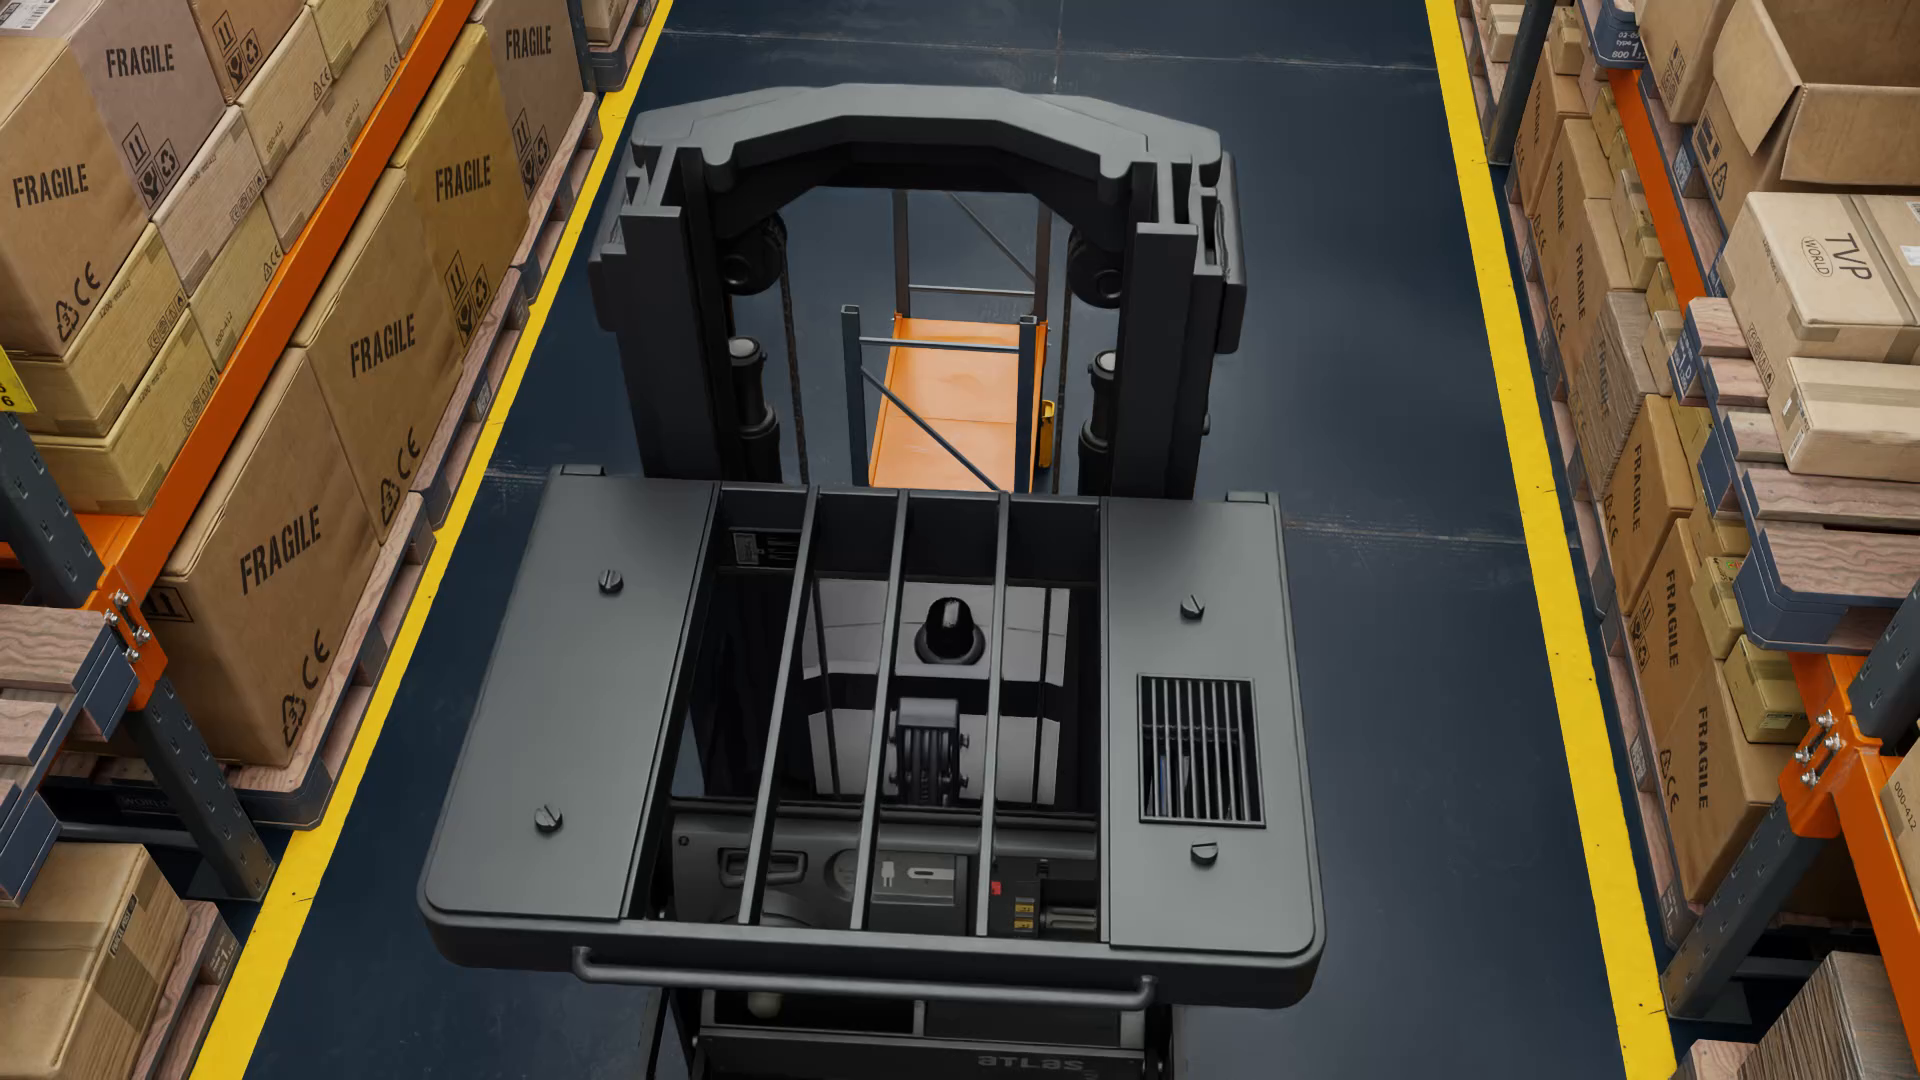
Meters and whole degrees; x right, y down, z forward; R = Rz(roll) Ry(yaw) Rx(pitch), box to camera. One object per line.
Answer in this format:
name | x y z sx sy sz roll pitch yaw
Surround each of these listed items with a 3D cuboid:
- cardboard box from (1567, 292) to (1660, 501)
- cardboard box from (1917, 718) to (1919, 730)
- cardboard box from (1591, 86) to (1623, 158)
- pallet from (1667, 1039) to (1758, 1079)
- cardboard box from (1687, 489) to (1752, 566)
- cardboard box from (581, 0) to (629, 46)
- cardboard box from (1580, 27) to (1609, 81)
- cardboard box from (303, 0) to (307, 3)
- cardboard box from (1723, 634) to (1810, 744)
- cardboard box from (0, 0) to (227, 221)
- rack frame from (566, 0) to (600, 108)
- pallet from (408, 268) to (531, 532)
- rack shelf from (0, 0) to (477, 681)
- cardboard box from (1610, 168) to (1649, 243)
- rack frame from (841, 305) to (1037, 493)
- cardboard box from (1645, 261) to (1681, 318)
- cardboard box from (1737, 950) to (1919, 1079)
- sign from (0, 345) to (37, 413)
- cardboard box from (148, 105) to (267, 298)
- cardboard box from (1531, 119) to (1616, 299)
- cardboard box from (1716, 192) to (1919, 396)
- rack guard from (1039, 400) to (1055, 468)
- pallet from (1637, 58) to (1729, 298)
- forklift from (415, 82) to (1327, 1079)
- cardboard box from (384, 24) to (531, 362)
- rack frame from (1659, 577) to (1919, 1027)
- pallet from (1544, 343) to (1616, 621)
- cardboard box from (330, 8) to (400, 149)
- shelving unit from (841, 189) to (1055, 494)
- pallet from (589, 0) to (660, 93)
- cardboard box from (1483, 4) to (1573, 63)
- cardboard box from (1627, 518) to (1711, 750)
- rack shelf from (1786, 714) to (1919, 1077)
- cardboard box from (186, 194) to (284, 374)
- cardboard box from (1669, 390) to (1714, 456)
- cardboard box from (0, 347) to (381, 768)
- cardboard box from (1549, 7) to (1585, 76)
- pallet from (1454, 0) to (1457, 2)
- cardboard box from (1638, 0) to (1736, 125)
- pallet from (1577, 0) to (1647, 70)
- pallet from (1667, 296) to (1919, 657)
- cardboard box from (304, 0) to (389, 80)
cardboard box | 2.393 -0.470 5.557 0.500 0.500 0.500 2 48 2
cardboard box | 2.130 0.478 3.043 0.500 0.250 0.500 4 48 3
cardboard box | 2.546 -1.525 6.082 0.380 0.149 0.250 2 48 2
pallet | 2.325 1.831 3.932 1.003 0.211 1.213 4 48 4
cardboard box | 2.294 -0.002 4.689 0.380 0.149 0.250 2 48 2
cardboard box | -1.976 -2.714 7.651 0.875 0.438 0.875 3 48 3
cardboard box | 2.530 -1.829 6.158 0.380 0.149 0.250 2 48 2
cardboard box | -2.068 -1.875 4.687 0.500 0.500 0.500 5 48 4
cardboard box | 2.232 0.391 4.330 0.380 0.149 0.250 2 48 2
cardboard box | -2.180 -1.126 4.001 0.500 0.500 0.500 4 48 4
rack frame | -2.140 -2.983 6.445 1.000 3.000 0.127 4 48 4
pallet | -2.244 -0.570 6.129 1.003 0.211 1.213 4 48 4
rack shelf | -2.322 -1.270 5.366 1.077 0.370 4.000 4 48 4
cardboard box | 2.474 -1.141 5.731 0.380 0.149 0.250 4 48 3
rack frame | -0.054 -0.070 4.798 0.500 1.500 0.032 4 48 4
cardboard box | 2.454 -0.759 5.381 0.380 0.149 0.250 4 48 4
cardboard box | 2.369 1.405 3.757 0.875 0.625 0.625 5 48 5
sign | -1.963 -0.378 3.332 0.100 0.325 0.005 4 48 4
cardboard box | -2.164 -0.897 4.300 0.500 0.250 0.500 5 48 4
cardboard box | 2.497 -1.217 6.240 0.500 0.500 0.500 3 48 3
cardboard box | 2.213 -0.600 4.083 0.500 0.250 0.500 2 48 2
rack guard | 0.038 -0.394 5.941 0.587 0.250 0.087 4 48 4
pallet | 2.612 -1.077 4.832 1.003 0.211 1.213 4 48 4
forklift | -0.087 0.826 3.008 1.130 2.935 3.031 2 48 2
cardboard box | -2.191 -1.282 6.045 0.875 0.875 0.875 5 48 5
rack frame | 2.439 0.288 3.454 1.000 3.000 0.127 4 48 4
pallet | 2.658 -0.211 5.800 1.003 0.211 1.213 4 48 4
cardboard box | -2.085 -1.462 5.156 0.500 0.250 0.500 4 48 4
shelving unit | -0.007 -0.450 5.145 0.587 1.500 1.083 4 48 4
pallet | -1.993 -2.595 7.980 1.003 0.211 1.213 4 48 4
cardboard box | 2.562 -2.260 7.432 0.380 0.149 0.250 3 48 2
cardboard box | 2.320 0.298 4.855 0.500 0.500 0.500 3 48 3
rack shelf | 2.257 2.000 2.375 1.077 0.370 4.000 4 48 4
cardboard box | -2.180 -0.714 4.472 0.500 0.250 0.500 3 48 2
cardboard box | 2.385 -0.377 5.031 0.380 0.149 0.250 3 48 3
cardboard box | -2.359 0.030 4.845 0.875 0.875 0.875 3 48 3
cardboard box | 2.506 -1.923 6.446 0.380 0.149 0.250 6 48 5
pallet | 2.976 -3.114 8.455 1.003 0.211 1.213 4 48 4
cardboard box | 2.418 -1.529 4.764 0.700 0.500 0.500 4 48 3
pallet | 2.622 -2.007 5.683 1.003 0.211 1.213 4 48 4
pallet | 2.431 -0.150 3.985 1.213 0.211 1.003 4 48 4
cardboard box | -2.047 -1.634 4.975 0.500 0.250 0.500 5 48 4
